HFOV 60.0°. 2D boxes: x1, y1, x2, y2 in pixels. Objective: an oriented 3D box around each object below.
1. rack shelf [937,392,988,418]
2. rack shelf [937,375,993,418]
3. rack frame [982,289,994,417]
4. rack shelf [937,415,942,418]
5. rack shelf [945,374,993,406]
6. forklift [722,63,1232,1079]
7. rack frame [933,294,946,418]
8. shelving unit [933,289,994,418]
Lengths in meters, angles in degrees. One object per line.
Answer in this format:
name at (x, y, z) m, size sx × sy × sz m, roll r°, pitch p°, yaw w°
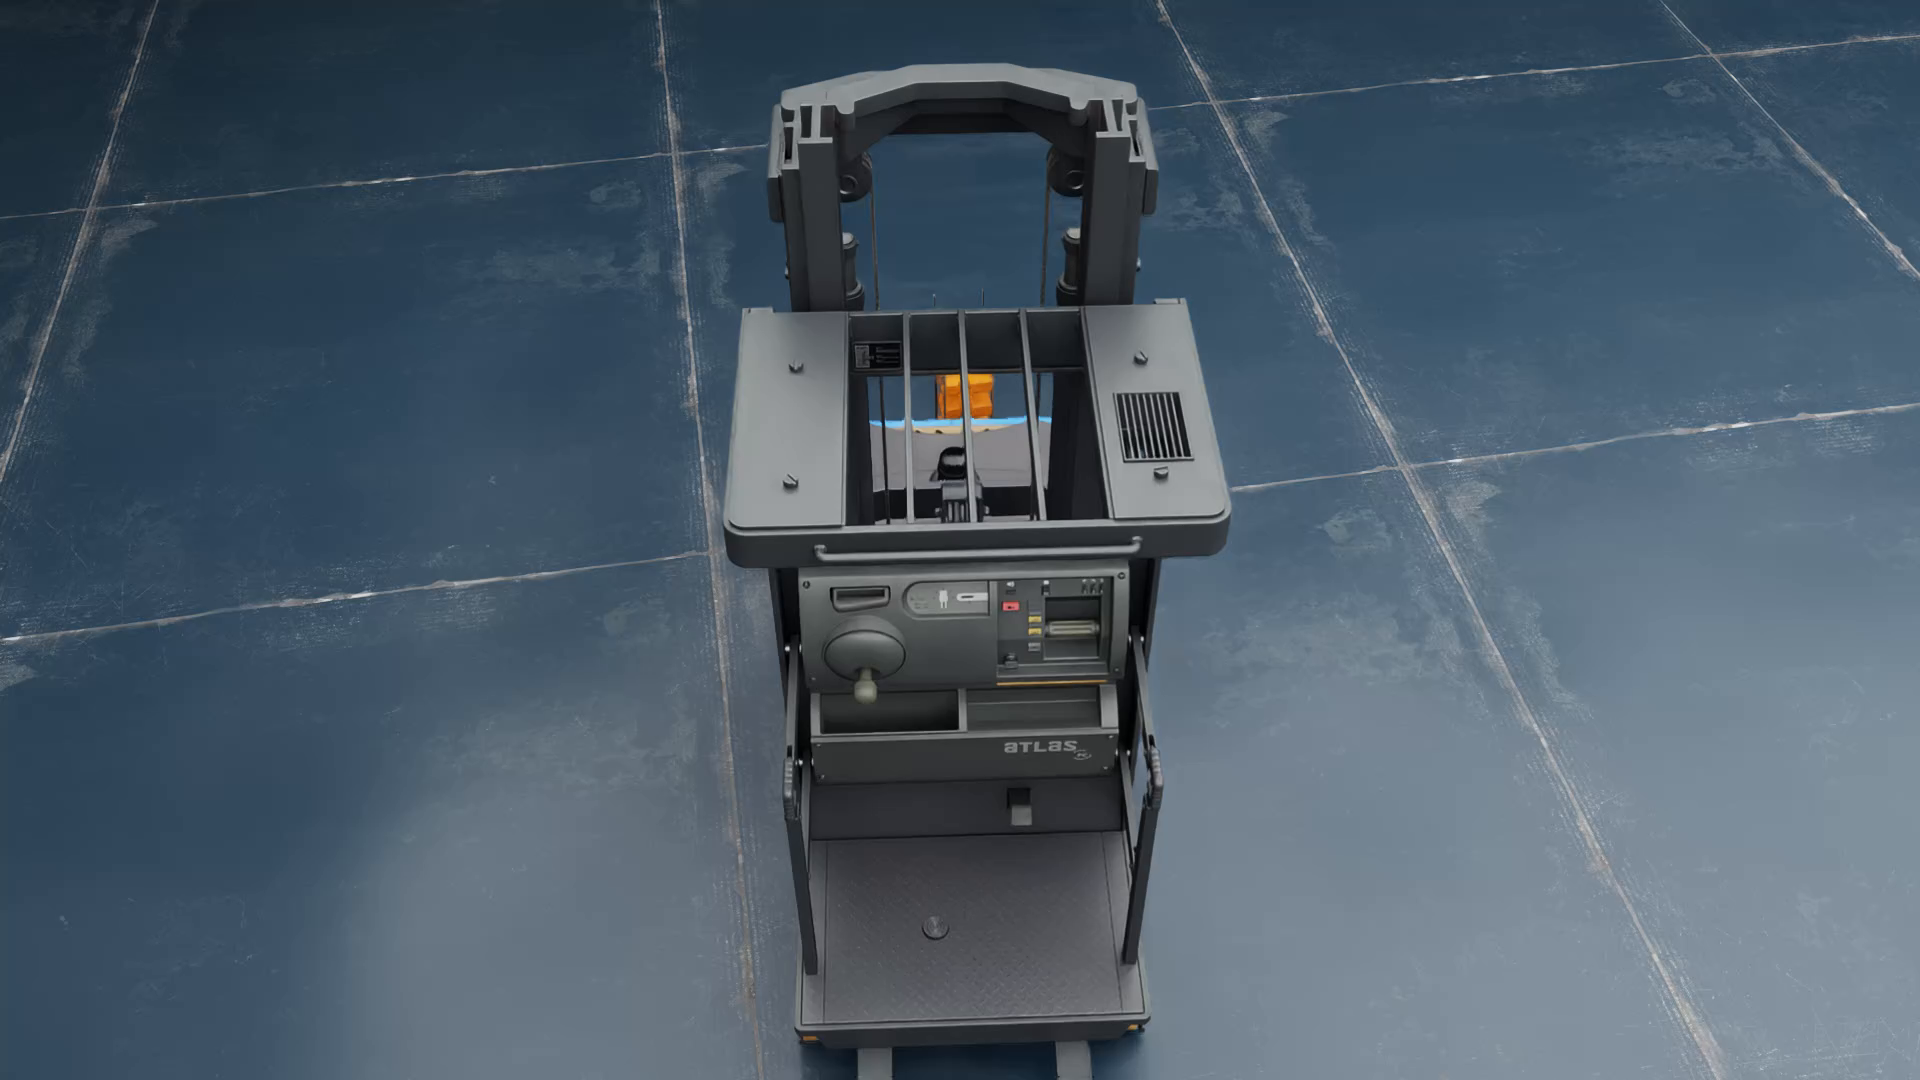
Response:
rack shelf at (0.014, -0.471, 6.458) m, size 0.180 × 0.103 × 0.258 m, roll -7°, pitch 46°, yaw -7°
rack shelf at (0.014, -0.554, 6.372) m, size 0.180 × 0.103 × 0.258 m, roll -7°, pitch 46°, yaw -7°
rack frame at (0.104, -0.429, 6.524) m, size 0.006 × 1.200 × 0.240 m, roll -7°, pitch 46°, yaw -7°
rack shelf at (0.014, -0.387, 6.545) m, size 0.180 × 0.103 × 0.258 m, roll -7°, pitch 46°, yaw -7°
rack shelf at (0.014, -0.637, 6.286) m, size 0.180 × 0.103 × 0.258 m, roll -7°, pitch 46°, yaw -7°
forklift at (0.023, 0.355, 4.565) m, size 1.130 × 2.935 × 3.031 m, roll -2°, pitch 46°, yaw -1°
rack frame at (-0.076, -0.407, 6.502) m, size 0.006 × 1.200 × 0.240 m, roll -7°, pitch 46°, yaw -7°
shelving unit at (0.014, -0.418, 6.513) m, size 0.189 × 1.200 × 0.258 m, roll -7°, pitch 46°, yaw -7°
